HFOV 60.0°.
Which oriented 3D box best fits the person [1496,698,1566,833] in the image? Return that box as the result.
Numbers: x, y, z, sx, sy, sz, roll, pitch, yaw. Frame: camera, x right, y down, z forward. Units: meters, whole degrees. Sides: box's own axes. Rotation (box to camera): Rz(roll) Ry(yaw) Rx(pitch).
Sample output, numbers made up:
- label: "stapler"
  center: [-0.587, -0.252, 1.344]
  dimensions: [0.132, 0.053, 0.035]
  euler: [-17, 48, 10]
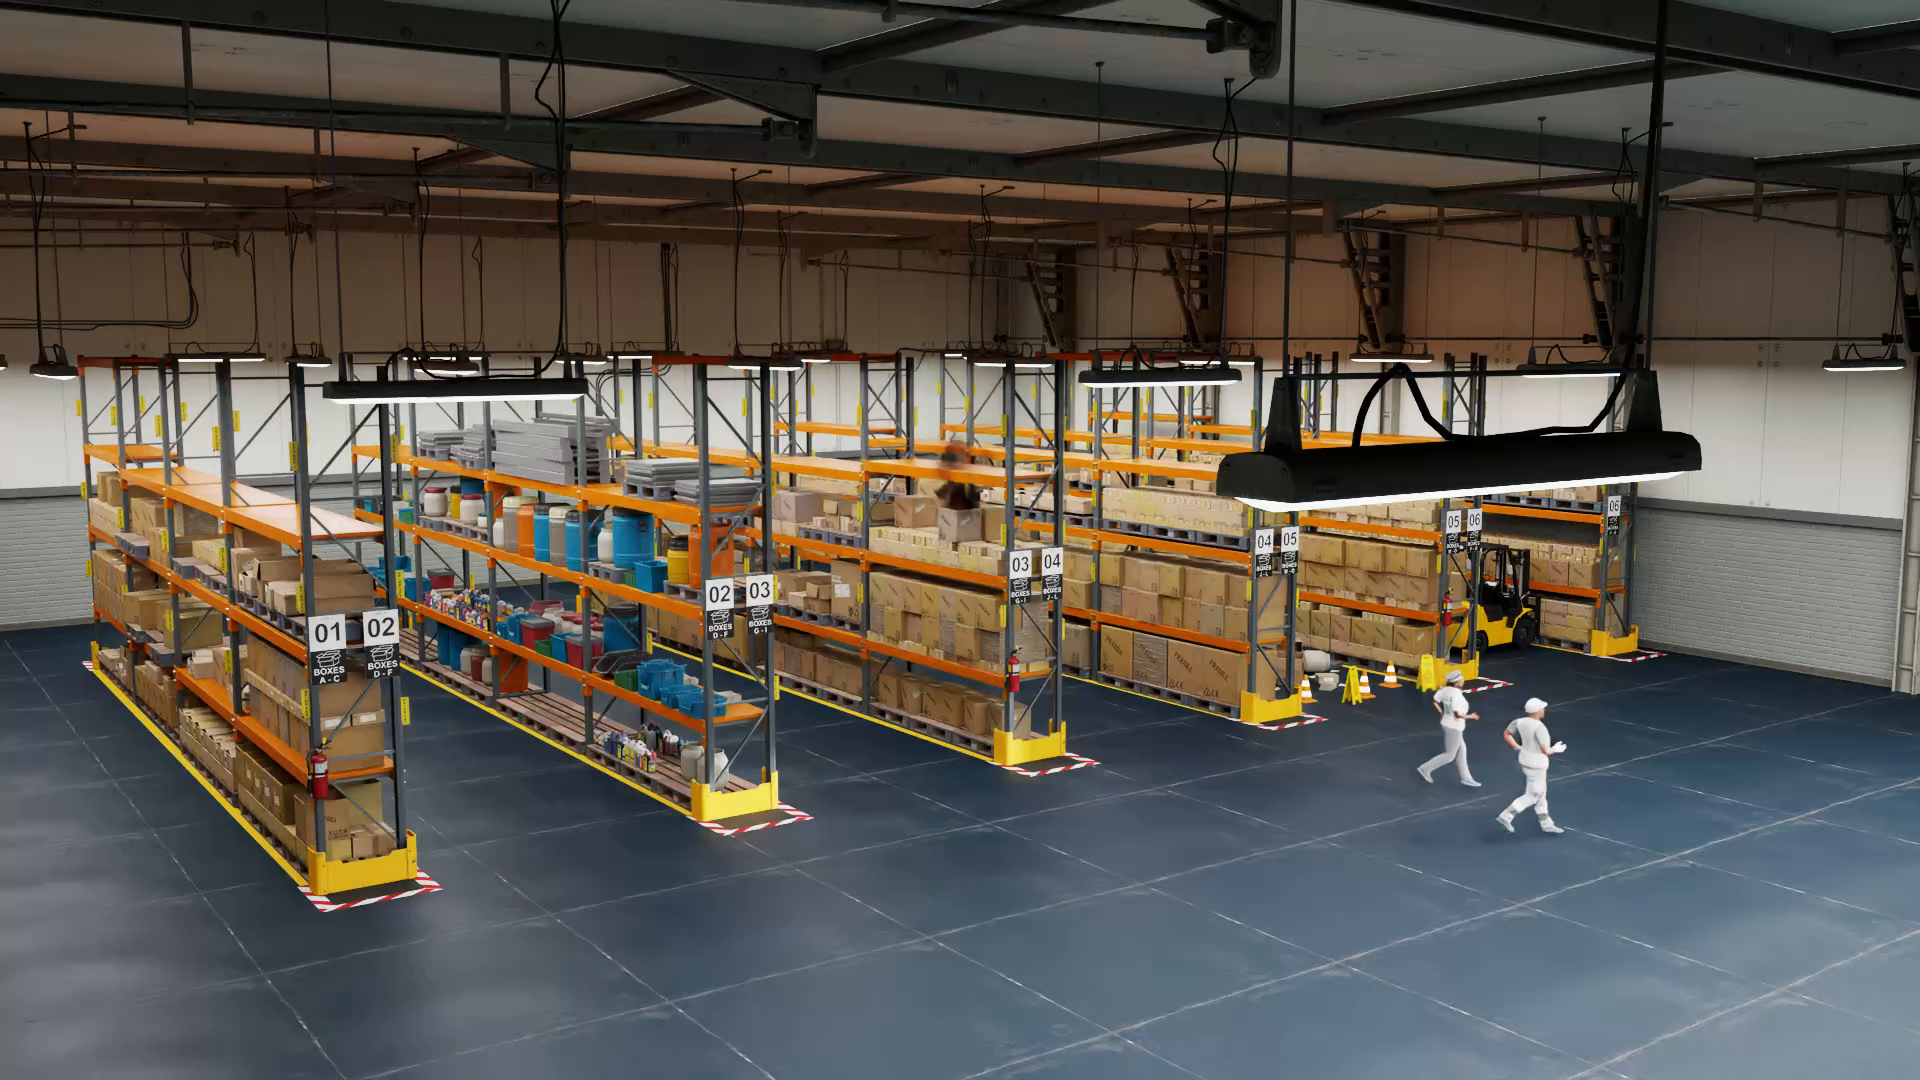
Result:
- label: "person"
  center: [7.249, 2.877, 21.044]
  dimensions: [0.987, 1.786, 0.656]
  euler: [-1, 7, -11]

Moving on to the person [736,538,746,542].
- label: "person"
  center: [-5.279, 0.757, 39.298]
  dimensions: [0.693, 1.612, 0.585]
  euler: [-1, 7, -7]

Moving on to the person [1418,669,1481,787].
- label: "person"
  center: [6.902, 2.656, 23.368]
  dimensions: [0.933, 1.700, 0.587]
  euler: [0, 7, 0]
